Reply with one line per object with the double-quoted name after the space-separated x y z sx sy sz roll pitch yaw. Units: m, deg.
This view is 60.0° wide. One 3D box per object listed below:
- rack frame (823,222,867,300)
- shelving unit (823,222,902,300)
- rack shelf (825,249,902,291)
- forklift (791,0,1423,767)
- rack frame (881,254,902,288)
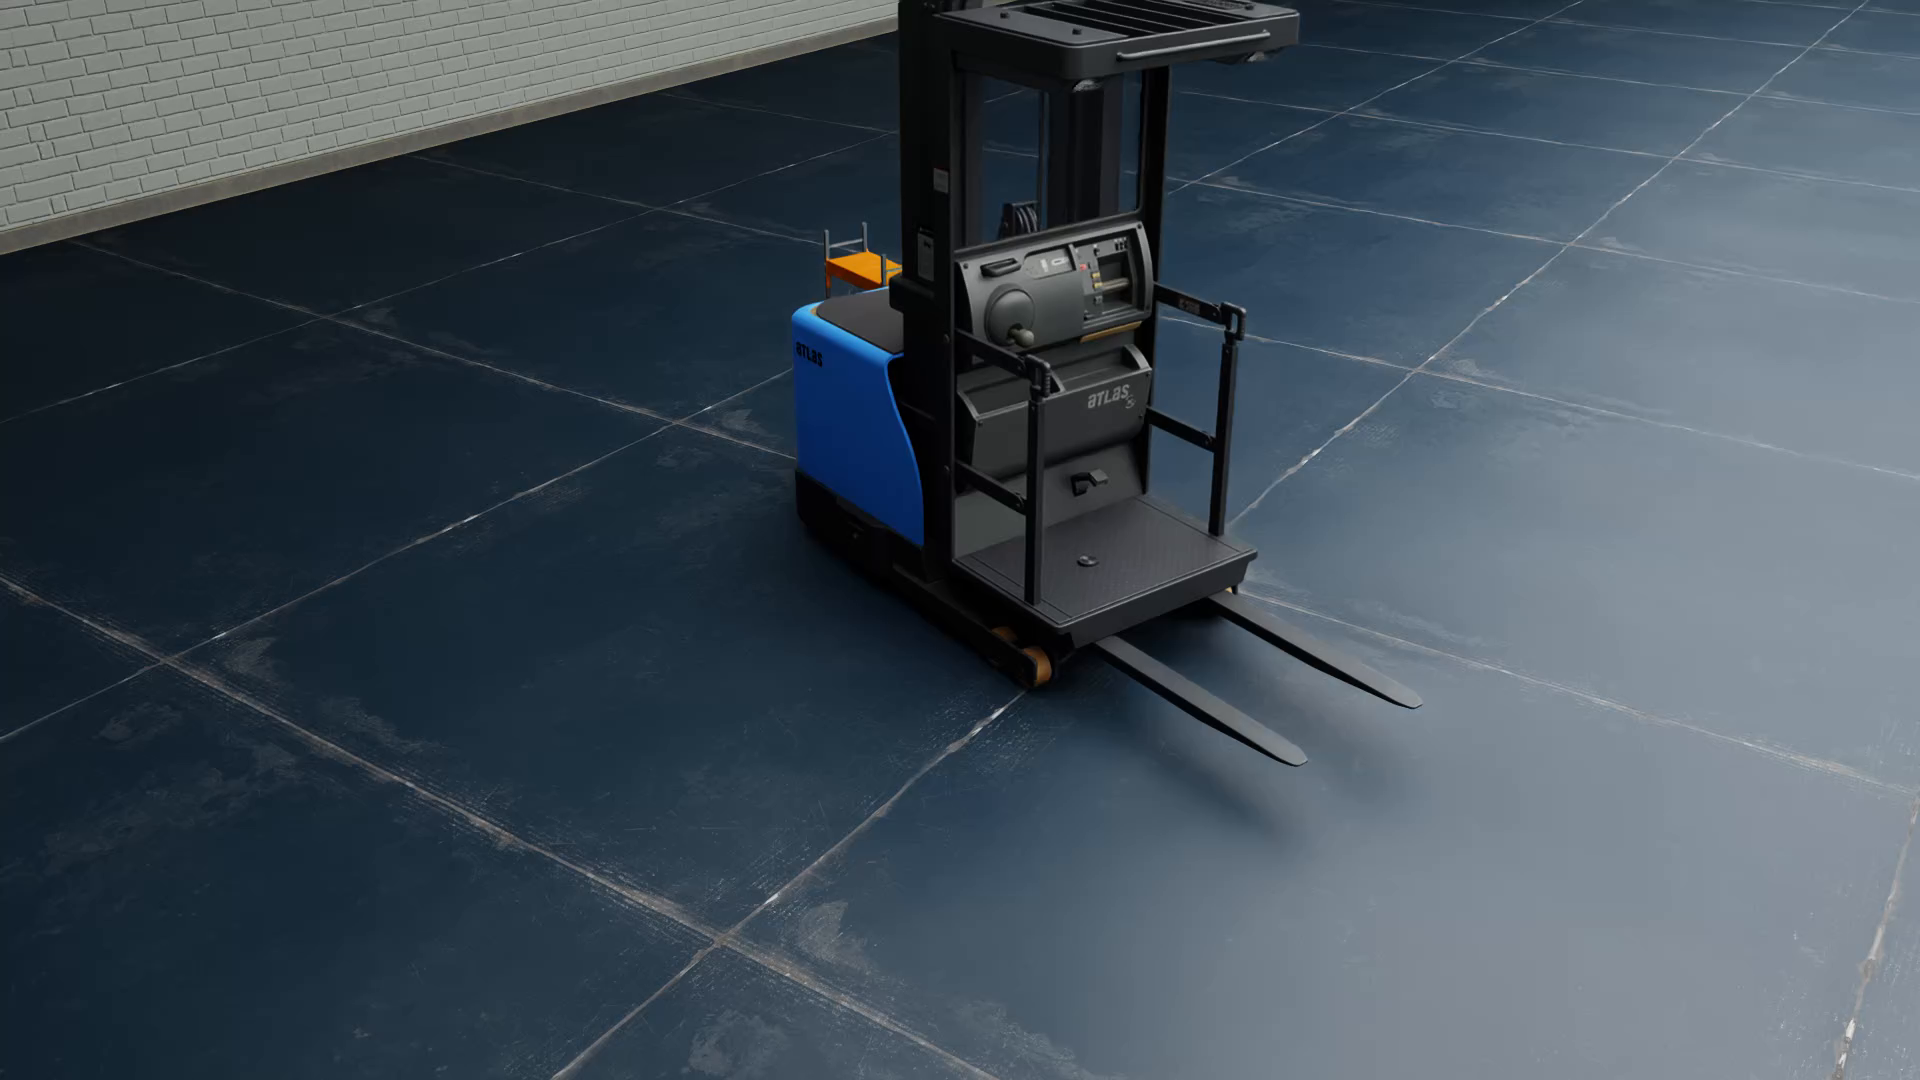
-0.556 -0.984 8.324 0.240 1.200 0.015 -19 32 -32 "rack frame"
-0.410 -0.895 8.150 0.258 1.200 0.503 -19 32 -32 "shelving unit"
-0.410 -1.246 7.972 0.258 0.148 0.480 -19 32 -32 "rack shelf"
0.517 -0.974 6.395 1.130 2.935 3.031 -19 32 -32 "forklift"
-0.264 -0.807 7.975 0.240 1.200 0.015 -19 32 -32 "rack frame"
